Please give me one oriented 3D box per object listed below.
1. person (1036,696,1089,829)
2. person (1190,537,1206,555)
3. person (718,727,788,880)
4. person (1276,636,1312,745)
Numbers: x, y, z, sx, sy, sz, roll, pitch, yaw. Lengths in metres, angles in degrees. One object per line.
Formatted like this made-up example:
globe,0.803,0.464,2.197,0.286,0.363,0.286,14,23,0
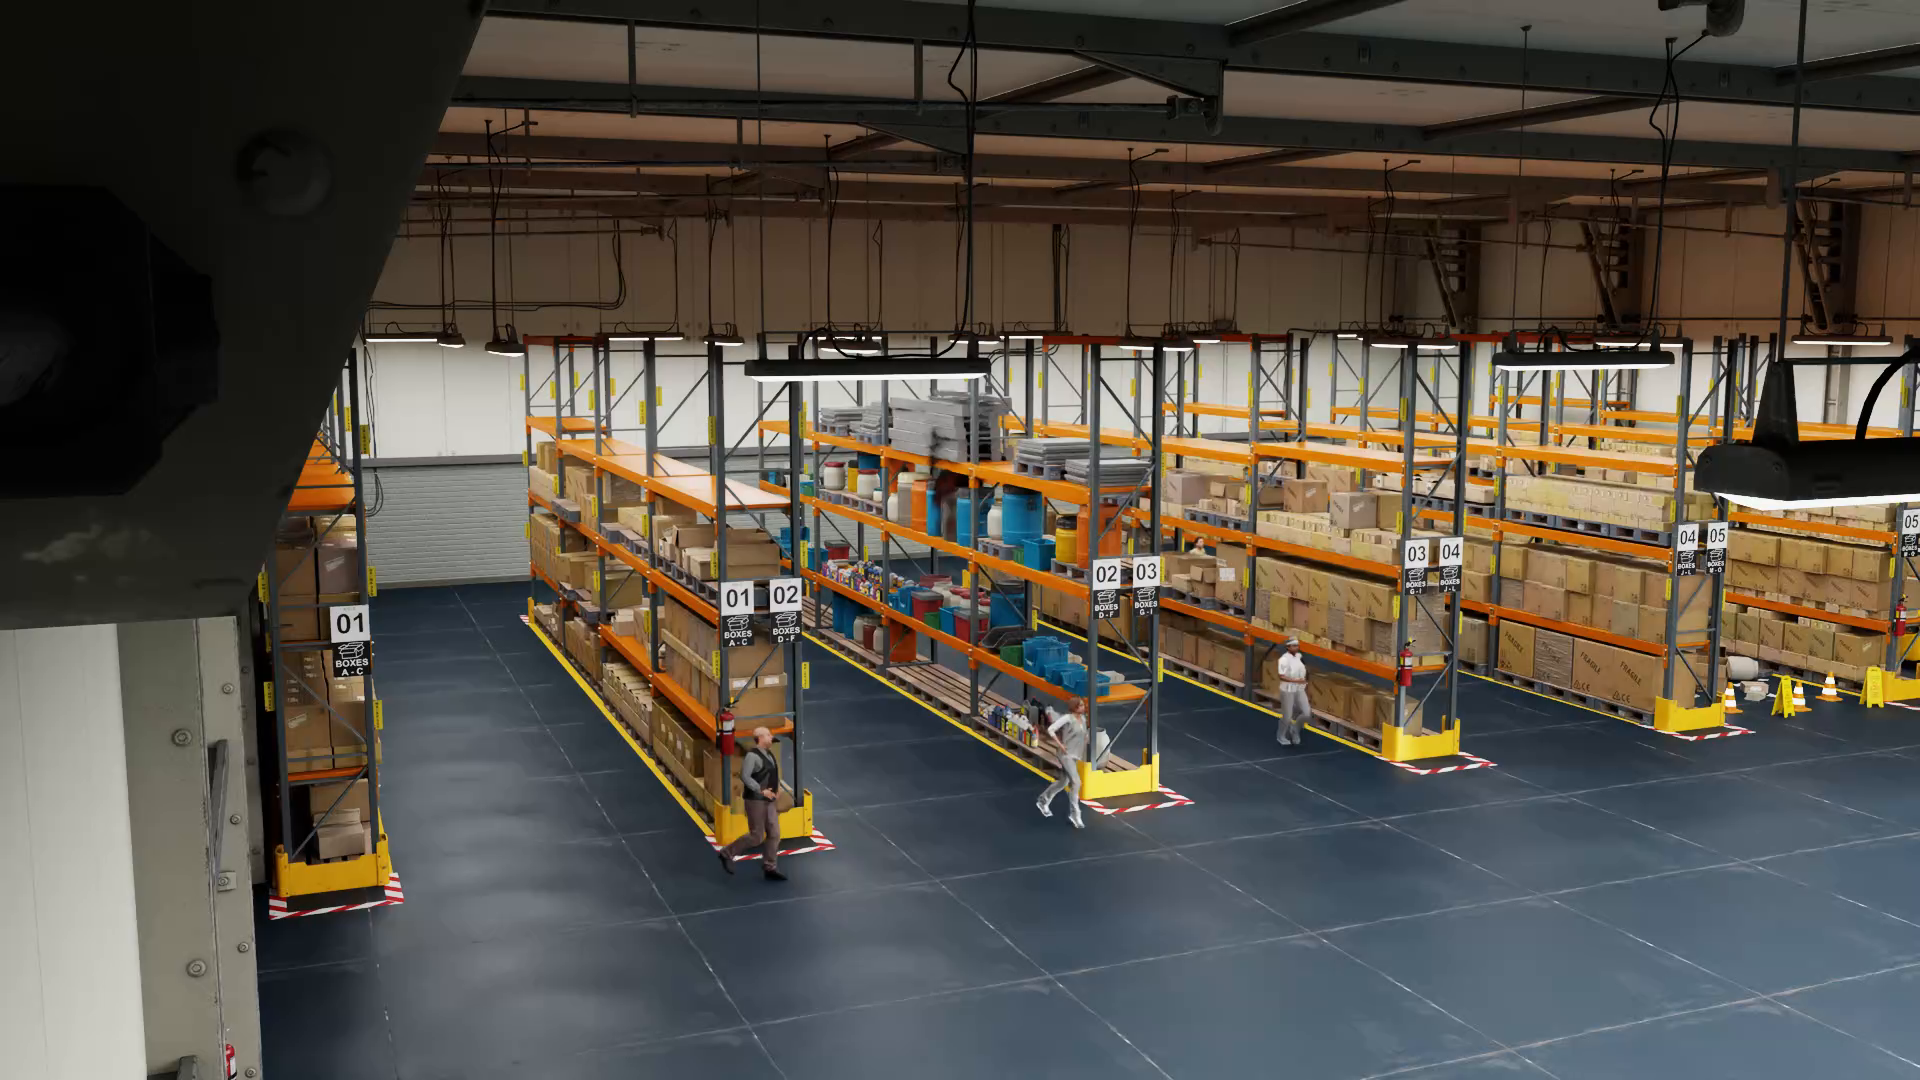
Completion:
person,1.371,2.781,21.055,0.759,1.596,0.536,5,9,34
person,5.089,0.753,35.615,0.573,1.667,0.972,-4,9,-28
person,-2.292,2.977,19.008,0.814,1.693,0.731,2,8,15
person,4.950,2.233,24.571,0.549,1.671,0.636,-4,8,-25
